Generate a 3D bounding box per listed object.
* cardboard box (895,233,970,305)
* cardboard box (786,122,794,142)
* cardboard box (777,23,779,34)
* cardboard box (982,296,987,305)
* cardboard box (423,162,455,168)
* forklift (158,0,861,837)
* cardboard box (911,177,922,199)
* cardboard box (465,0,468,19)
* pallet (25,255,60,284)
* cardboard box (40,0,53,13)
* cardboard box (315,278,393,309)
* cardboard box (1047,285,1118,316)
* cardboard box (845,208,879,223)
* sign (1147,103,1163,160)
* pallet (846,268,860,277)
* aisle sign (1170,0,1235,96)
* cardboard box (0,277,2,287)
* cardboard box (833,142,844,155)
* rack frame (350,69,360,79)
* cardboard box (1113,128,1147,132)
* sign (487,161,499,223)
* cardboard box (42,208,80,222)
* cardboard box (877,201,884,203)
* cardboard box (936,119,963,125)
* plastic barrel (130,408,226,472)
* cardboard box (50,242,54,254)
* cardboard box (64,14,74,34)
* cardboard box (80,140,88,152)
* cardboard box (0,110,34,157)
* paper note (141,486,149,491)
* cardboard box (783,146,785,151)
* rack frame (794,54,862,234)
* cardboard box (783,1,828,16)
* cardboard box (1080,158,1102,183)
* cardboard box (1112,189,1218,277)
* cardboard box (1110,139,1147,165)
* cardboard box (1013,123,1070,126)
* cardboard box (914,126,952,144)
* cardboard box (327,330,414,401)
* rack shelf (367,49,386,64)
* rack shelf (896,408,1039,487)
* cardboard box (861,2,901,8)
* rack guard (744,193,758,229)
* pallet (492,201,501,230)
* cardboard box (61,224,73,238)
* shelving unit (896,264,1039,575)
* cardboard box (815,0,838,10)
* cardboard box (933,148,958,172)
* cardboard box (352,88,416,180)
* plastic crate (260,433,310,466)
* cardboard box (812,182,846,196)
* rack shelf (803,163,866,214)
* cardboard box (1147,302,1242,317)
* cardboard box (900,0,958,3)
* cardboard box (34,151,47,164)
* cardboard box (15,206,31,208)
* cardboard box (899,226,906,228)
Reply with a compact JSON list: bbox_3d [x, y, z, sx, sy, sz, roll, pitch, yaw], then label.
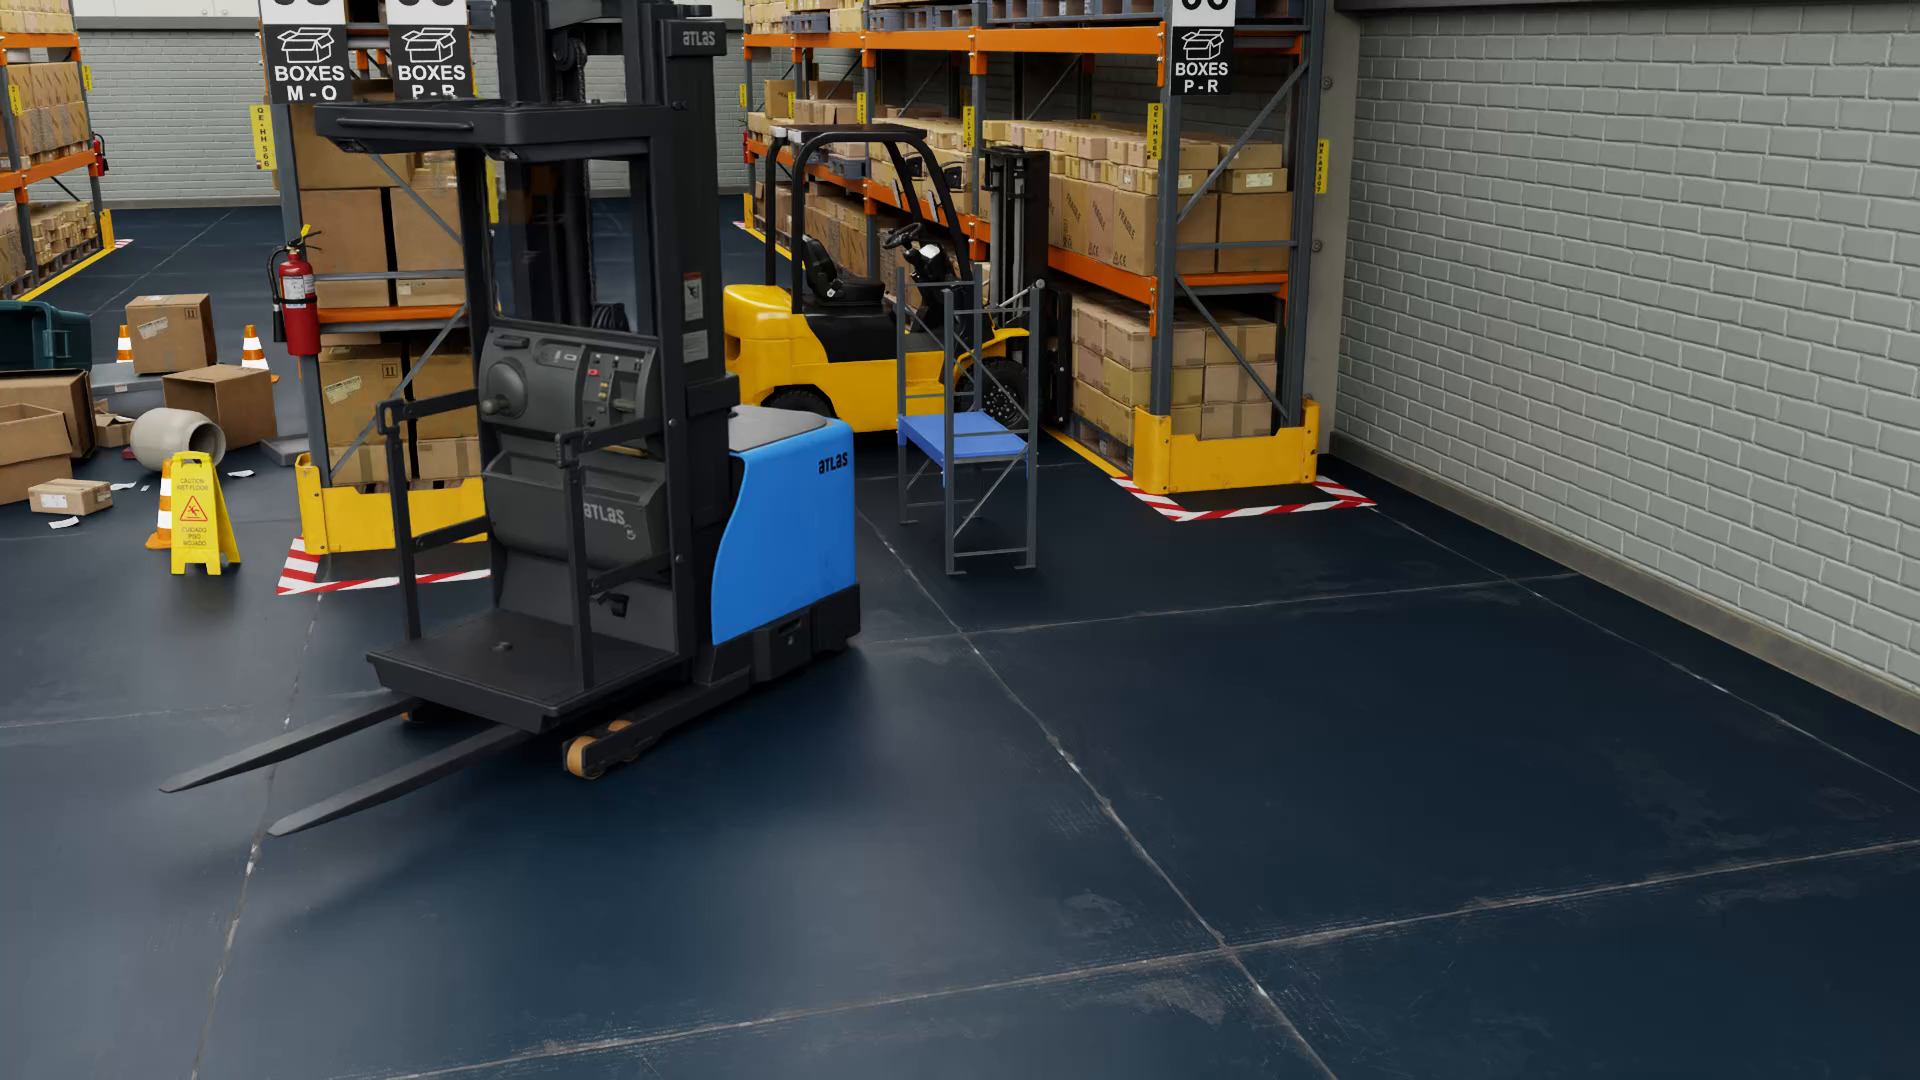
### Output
[{"bbox_3d":[-0.158,-2.739,16.756,0.875,0.625,0.625,-4,17,-13],"label":"cardboard box"},{"bbox_3d":[-1.978,-5.328,21.719,0.500,0.250,0.500,-4,17,-14],"label":"cardboard box"},{"bbox_3d":[-2.224,-6.816,22.150,0.380,0.149,0.250,-4,17,-13],"label":"cardboard box"},{"bbox_3d":[0.432,-1.888,13.705,0.500,0.250,0.500,-5,17,-16],"label":"cardboard box"},{"bbox_3d":[-3.375,-2.190,10.839,0.500,0.500,0.500,-5,17,-16],"label":"cardboard box"},{"bbox_3d":[-1.692,-0.637,6.479,1.130,2.935,3.031,11,20,32],"label":"forklift"},{"bbox_3d":[-0.194,-3.390,15.786,0.500,0.250,0.500,-4,17,-13],"label":"cardboard box"},{"bbox_3d":[-2.856,-2.857,8.971,0.380,0.149,0.250,-5,17,-15],"label":"cardboard box"},{"bbox_3d":[-11.325,-3.170,19.640,1.003,0.211,1.213,-5,17,-15],"label":"pallet"},{"bbox_3d":[-11.554,-6.643,20.531,0.500,0.250,0.500,-4,17,-14],"label":"cardboard box"},{"bbox_3d":[-3.385,-1.389,9.300,0.380,0.149,0.250,-4,17,-13],"label":"cardboard box"},{"bbox_3d":[0.842,-1.703,12.218,0.500,0.250,0.500,-5,17,-16],"label":"cardboard box"},{"bbox_3d":[-1.116,-3.755,19.228,0.380,0.149,0.250,-5,17,-16],"label":"cardboard box"},{"bbox_3d":[1.169,-2.445,9.955,0.100,0.325,0.005,-5,17,-15],"label":"sign"},{"bbox_3d":[-0.673,-2.903,18.751,1.003,0.211,1.213,-5,17,-15],"label":"pallet"},{"bbox_3d":[1.430,-3.020,9.773,0.394,0.787,0.004,-5,17,-15],"label":"aisle sign"},{"bbox_3d":[-10.383,-2.858,17.368,0.500,0.500,0.500,-5,17,-16],"label":"cardboard box"},{"bbox_3d":[-1.105,-4.425,18.500,0.500,0.250,0.500,-6,18,-18],"label":"cardboard box"},{"bbox_3d":[-4.176,-2.529,12.659,1.000,3.000,0.127,-5,17,-15],"label":"rack frame"},{"bbox_3d":[1.334,-2.930,12.175,0.380,0.149,0.250,-4,17,-14],"label":"cardboard box"},{"bbox_3d":[-2.555,-1.881,8.994,0.100,0.325,0.005,-5,17,-15],"label":"sign"},{"bbox_3d":[-11.472,-4.142,21.217,0.380,0.149,0.250,-4,17,-13],"label":"cardboard box"},{"bbox_3d":[-0.828,-4.017,20.098,0.380,0.149,0.250,-4,17,-14],"label":"cardboard box"},{"bbox_3d":[-0.028,-4.174,16.832,0.380,0.149,0.250,-5,17,-15],"label":"cardboard box"},{"bbox_3d":[-5.100,-0.641,10.850,0.512,0.421,0.421,7,18,23],"label":"plastic barrel"},{"bbox_3d":[-11.314,-3.561,20.319,0.380,0.149,0.250,-5,18,-18],"label":"cardboard box"},{"bbox_3d":[-11.826,-6.689,21.554,0.500,0.250,0.500,-5,17,-16],"label":"cardboard box"},{"bbox_3d":[-11.844,-5.241,22.123,0.380,0.149,0.250,-5,17,-15],"label":"cardboard box"},{"bbox_3d":[-11.000,-4.670,19.095,0.500,0.500,0.500,-5,17,-16],"label":"cardboard box"},{"bbox_3d":[-5.159,-0.329,10.529,0.032,0.001,0.123,-5,17,-15],"label":"paper note"},{"bbox_3d":[-2.167,-5.299,22.314,0.380,0.149,0.250,-4,17,-14],"label":"cardboard box"},{"bbox_3d":[-1.603,-5.136,21.335,1.000,3.000,0.127,-5,17,-15],"label":"rack frame"},{"bbox_3d":[-1.977,-6.757,21.261,0.500,0.250,0.500,-5,17,-15],"label":"cardboard box"},{"bbox_3d":[1.043,-2.533,11.370,0.380,0.149,0.250,-5,18,-17],"label":"cardboard box"},{"bbox_3d":[1.307,-1.980,10.655,0.500,0.500,0.500,-5,17,-16],"label":"cardboard box"},{"bbox_3d":[1.198,-2.536,10.862,0.380,0.149,0.250,-4,17,-14],"label":"cardboard box"},{"bbox_3d":[0.635,-3.177,12.997,0.380,0.149,0.250,-5,17,-16],"label":"cardboard box"},{"bbox_3d":[-0.239,-3.777,15.510,0.380,0.149,0.250,-5,17,-17],"label":"cardboard box"},{"bbox_3d":[-3.694,-1.011,10.351,0.500,0.500,0.500,-4,17,-13],"label":"cardboard box"},{"bbox_3d":[-5.825,-5.281,17.856,1.077,0.370,4.000,-5,17,-15],"label":"rack shelf"},{"bbox_3d":[0.023,-0.522,9.209,0.538,0.185,1.000,-5,17,-15],"label":"rack shelf"},{"bbox_3d":[-0.833,-5.664,17.448,0.380,0.149,0.250,-4,17,-14],"label":"cardboard box"},{"bbox_3d":[-2.682,-5.024,25.308,1.175,0.500,0.348,-5,17,-15],"label":"rack guard"},{"bbox_3d":[-4.246,-2.660,13.428,1.003,0.211,1.213,-5,17,-15],"label":"pallet"},{"bbox_3d":[-11.332,-3.852,20.770,0.380,0.149,0.250,-5,17,-15],"label":"cardboard box"},{"bbox_3d":[0.023,-0.695,9.158,0.538,1.500,1.048,-5,17,-15],"label":"shelving unit"},{"bbox_3d":[-1.456,-6.164,19.077,0.380,0.149,0.250,-4,17,-14],"label":"cardboard box"},{"bbox_3d":[0.066,-3.348,14.775,0.500,0.250,0.500,-5,17,-17],"label":"cardboard box"},{"bbox_3d":[-3.559,-2.357,9.655,0.700,0.500,0.500,-5,17,-15],"label":"cardboard box"},{"bbox_3d":[-4.533,-0.632,11.417,0.402,0.080,0.583,-12,20,-34],"label":"plastic crate"},{"bbox_3d":[-1.643,-4.405,20.872,0.380,0.149,0.250,-6,18,-18],"label":"cardboard box"},{"bbox_3d":[-1.053,-4.238,19.597,1.077,0.370,4.000,-5,17,-15],"label":"rack shelf"},{"bbox_3d":[1.604,-1.465,11.428,0.500,0.250,0.500,-5,17,-15],"label":"cardboard box"},{"bbox_3d":[-0.259,-5.262,15.463,0.500,0.500,0.500,-4,17,-14],"label":"cardboard box"},{"bbox_3d":[-11.211,-4.593,19.964,0.380,0.149,0.250,-4,17,-14],"label":"cardboard box"},{"bbox_3d":[-12.251,-4.232,21.517,0.380,0.149,0.250,-5,17,-15],"label":"cardboard box"},{"bbox_3d":[-0.466,-3.309,18.870,0.500,0.500,0.500,-5,17,-15],"label":"cardboard box"}]
